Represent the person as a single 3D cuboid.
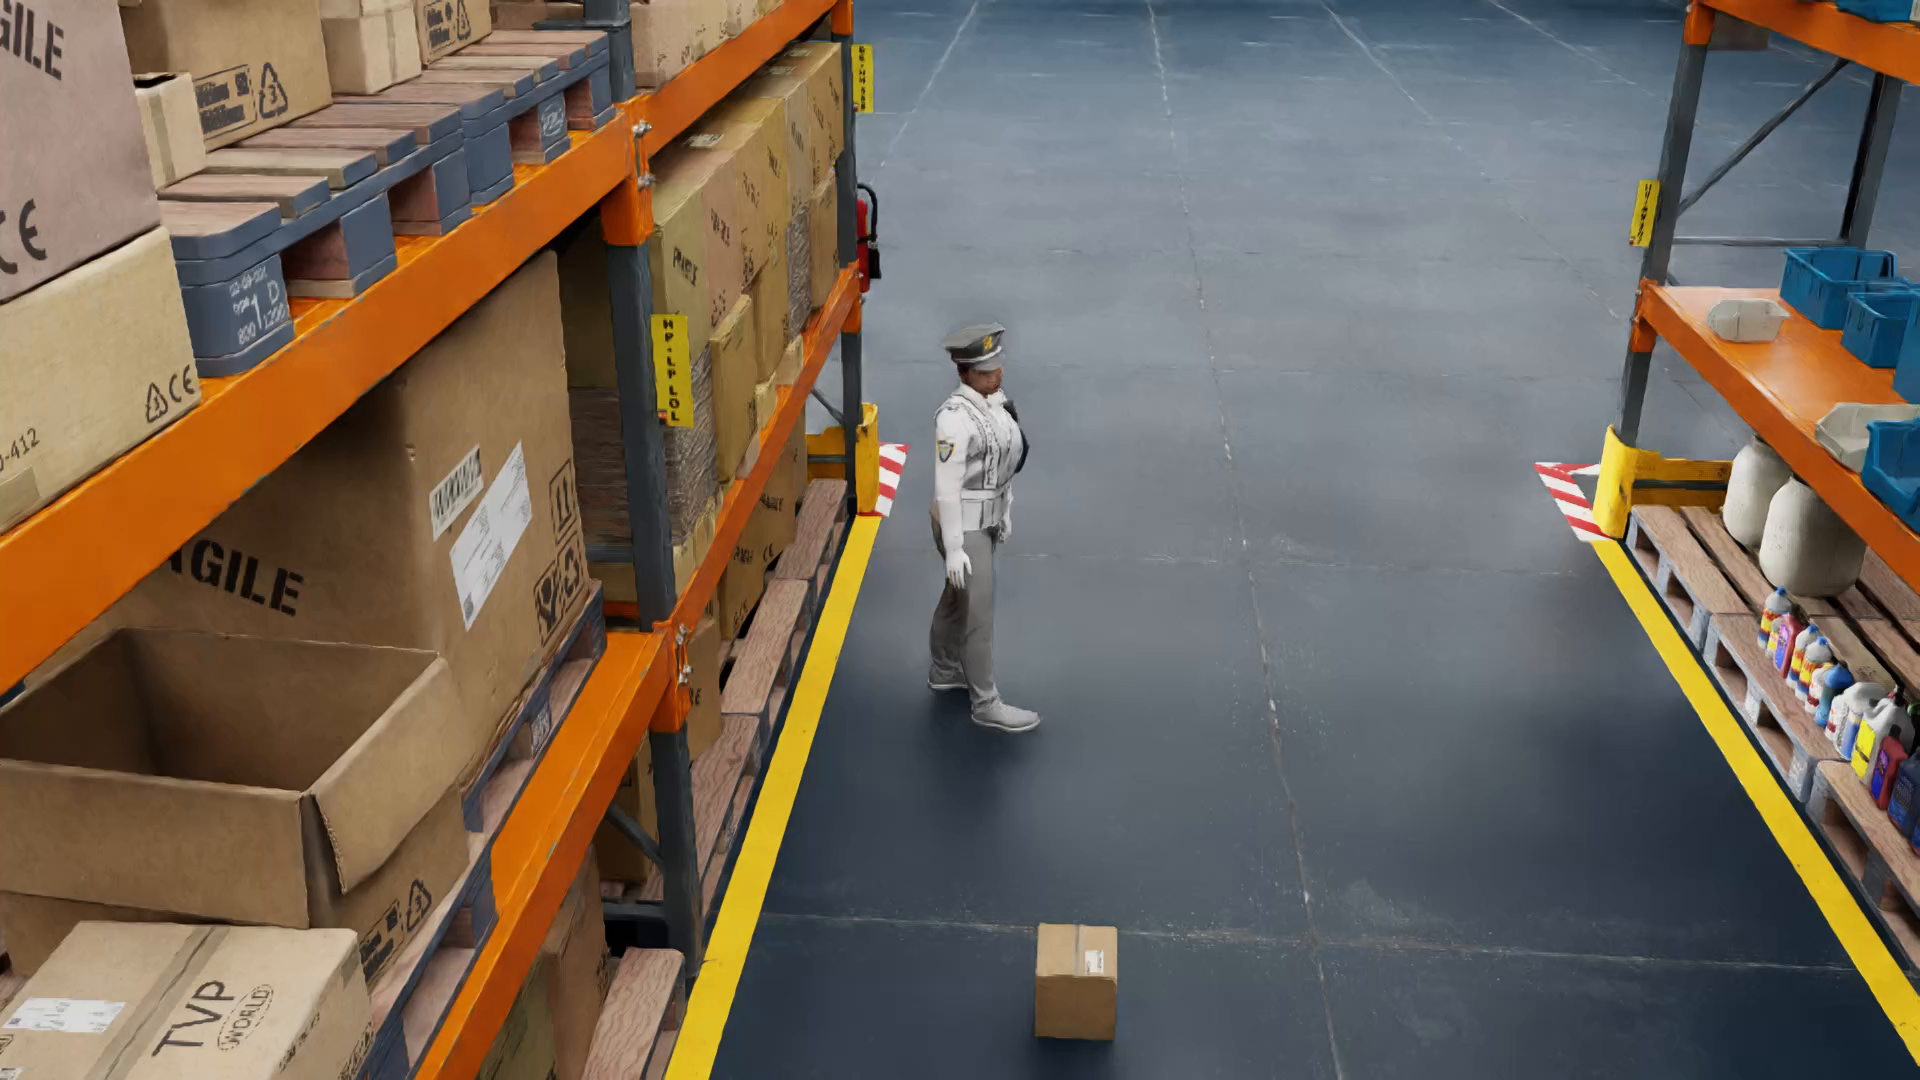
[{"bbox_3d":[0.093,-0.047,6.636,0.551,1.669,0.588,7,26,16],"label":"person"}]
